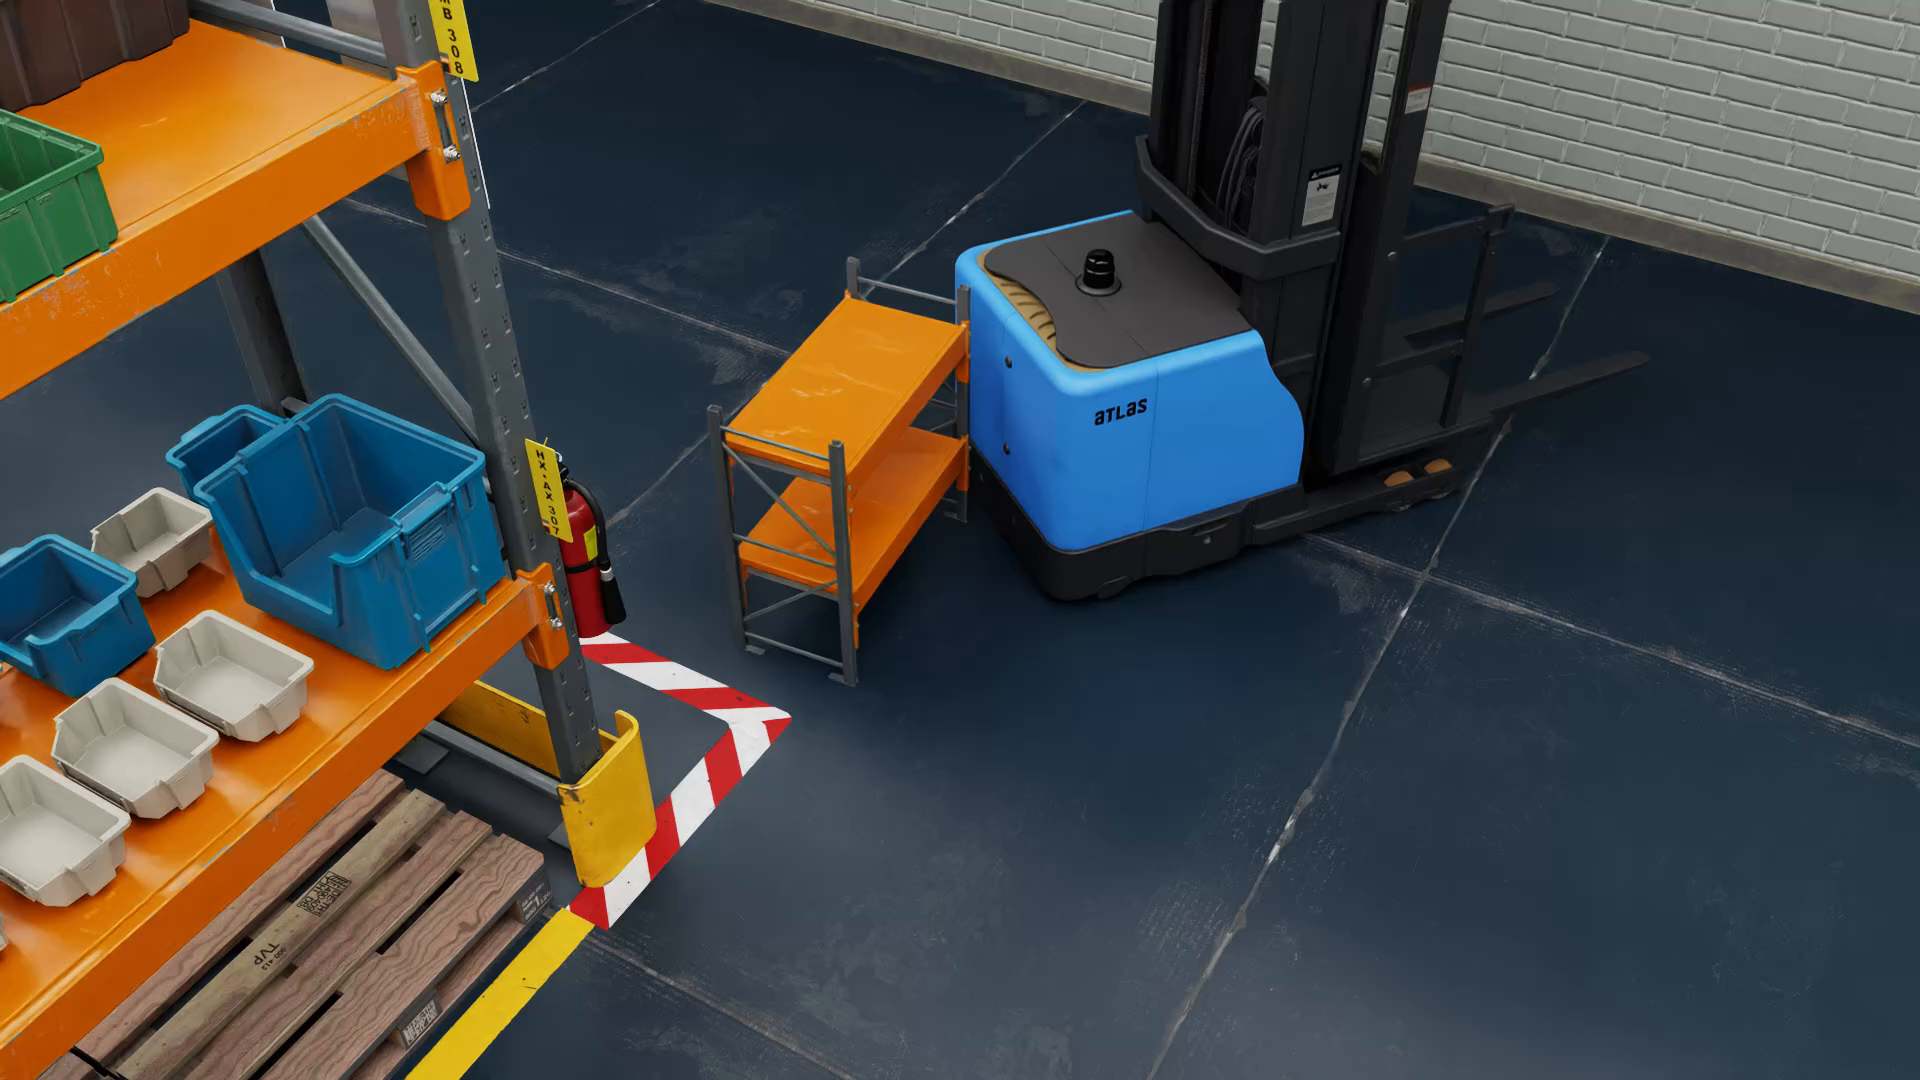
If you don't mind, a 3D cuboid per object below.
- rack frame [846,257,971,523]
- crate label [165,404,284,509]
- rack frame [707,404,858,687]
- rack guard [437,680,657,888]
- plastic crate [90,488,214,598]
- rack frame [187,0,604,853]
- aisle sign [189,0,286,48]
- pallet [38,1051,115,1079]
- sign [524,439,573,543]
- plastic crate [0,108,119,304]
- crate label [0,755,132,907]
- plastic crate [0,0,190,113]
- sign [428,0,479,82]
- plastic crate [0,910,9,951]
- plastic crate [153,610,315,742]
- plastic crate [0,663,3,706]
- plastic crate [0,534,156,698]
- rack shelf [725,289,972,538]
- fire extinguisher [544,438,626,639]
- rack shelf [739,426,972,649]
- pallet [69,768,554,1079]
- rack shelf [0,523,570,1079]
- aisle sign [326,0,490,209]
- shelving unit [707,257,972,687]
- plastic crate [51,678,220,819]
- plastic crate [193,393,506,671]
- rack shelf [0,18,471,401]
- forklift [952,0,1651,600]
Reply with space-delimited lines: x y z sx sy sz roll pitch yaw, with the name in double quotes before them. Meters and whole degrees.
"rack frame" -0.194 -0.568 6.544 0.500 1.125 0.032 17 44 18
"crate label" -2.006 -0.169 4.754 0.416 0.233 0.303 21 45 22
"rack frame" -0.611 0.045 5.848 0.500 1.125 0.032 17 44 18
"rack guard" -1.596 0.678 5.601 1.175 0.500 0.348 21 45 22
"plastic crate" -2.238 0.023 4.608 0.250 0.136 0.298 21 45 22
"rack frame" -1.597 -0.242 4.755 1.000 3.000 0.127 21 45 22
"aisle sign" -1.818 -1.357 4.054 0.394 0.787 0.004 21 45 22
"pallet" -2.655 1.959 4.366 1.003 0.211 1.213 21 45 22
"sign" -1.113 -0.130 4.505 0.100 0.325 0.005 21 45 22
"plastic crate" -1.843 -0.629 3.085 0.450 0.188 0.336 21 45 22
"crate label" -2.124 0.690 3.851 0.396 0.136 0.243 21 45 22
"plastic crate" -2.031 -1.190 3.661 0.497 0.269 0.590 21 45 22
"sign" -1.113 -1.156 3.602 0.100 0.325 0.005 21 45 22
"plastic crate" -2.256 0.865 3.652 0.298 0.136 0.250 21 45 22
"plastic crate" -1.848 0.361 4.224 0.396 0.136 0.243 21 45 22
"plastic crate" -2.577 0.411 4.167 0.250 0.136 0.298 21 45 22
"plastic crate" -2.335 0.208 4.326 0.416 0.233 0.300 21 45 22
"rack shelf" -0.403 -0.481 6.003 0.538 0.278 1.000 17 44 18
"fire extinguisher" -1.128 -0.009 4.831 0.296 0.674 0.183 21 45 22
"rack shelf" -0.403 -0.078 6.358 0.538 0.278 1.000 17 44 18
"pallet" -2.043 1.264 5.155 1.003 0.211 1.213 21 45 22
"rack shelf" -2.598 1.173 3.693 1.077 0.370 4.000 21 45 22
"aisle sign" -1.307 -1.162 3.832 0.394 0.787 0.004 21 45 22
"shelving unit" -0.403 -0.262 6.196 0.538 1.125 1.048 17 44 18
"plastic crate" -2.006 0.522 4.041 0.396 0.136 0.243 21 45 22
"plastic crate" -1.603 -0.024 4.436 0.616 0.435 0.499 21 45 22
"rack shelf" -2.598 0.047 2.702 1.077 0.370 4.000 21 45 22
"forklift" 1.529 -1.521 6.259 3.031 2.935 1.130 -17 44 -18
